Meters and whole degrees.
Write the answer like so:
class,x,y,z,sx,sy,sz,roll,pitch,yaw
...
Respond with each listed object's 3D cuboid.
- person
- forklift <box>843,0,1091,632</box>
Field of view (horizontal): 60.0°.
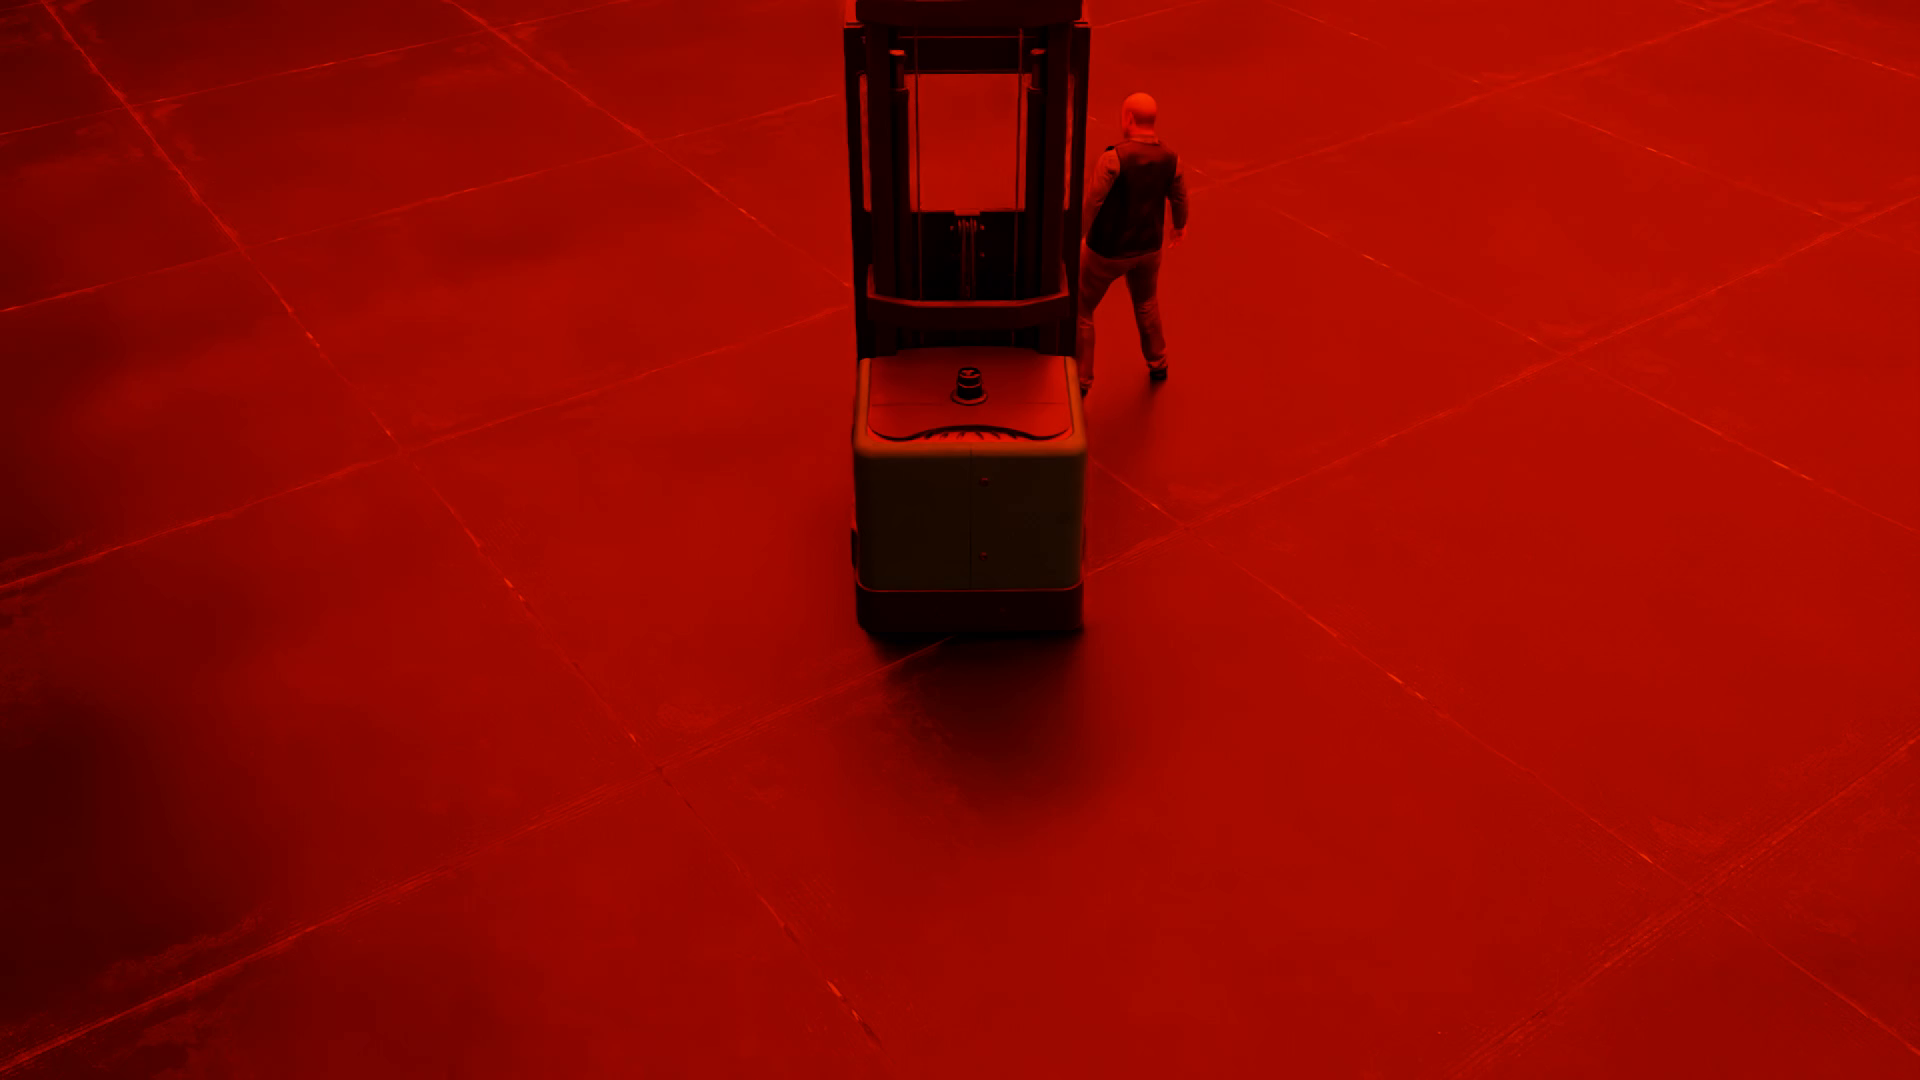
class,x,y,z,sx,sy,sz,roll,pitch,yaw
person,0.915,-1.619,9.201,0.894,1.678,0.373,-15,39,-19
forklift,0.027,-1.596,8.103,1.130,2.935,3.031,0,36,-1
